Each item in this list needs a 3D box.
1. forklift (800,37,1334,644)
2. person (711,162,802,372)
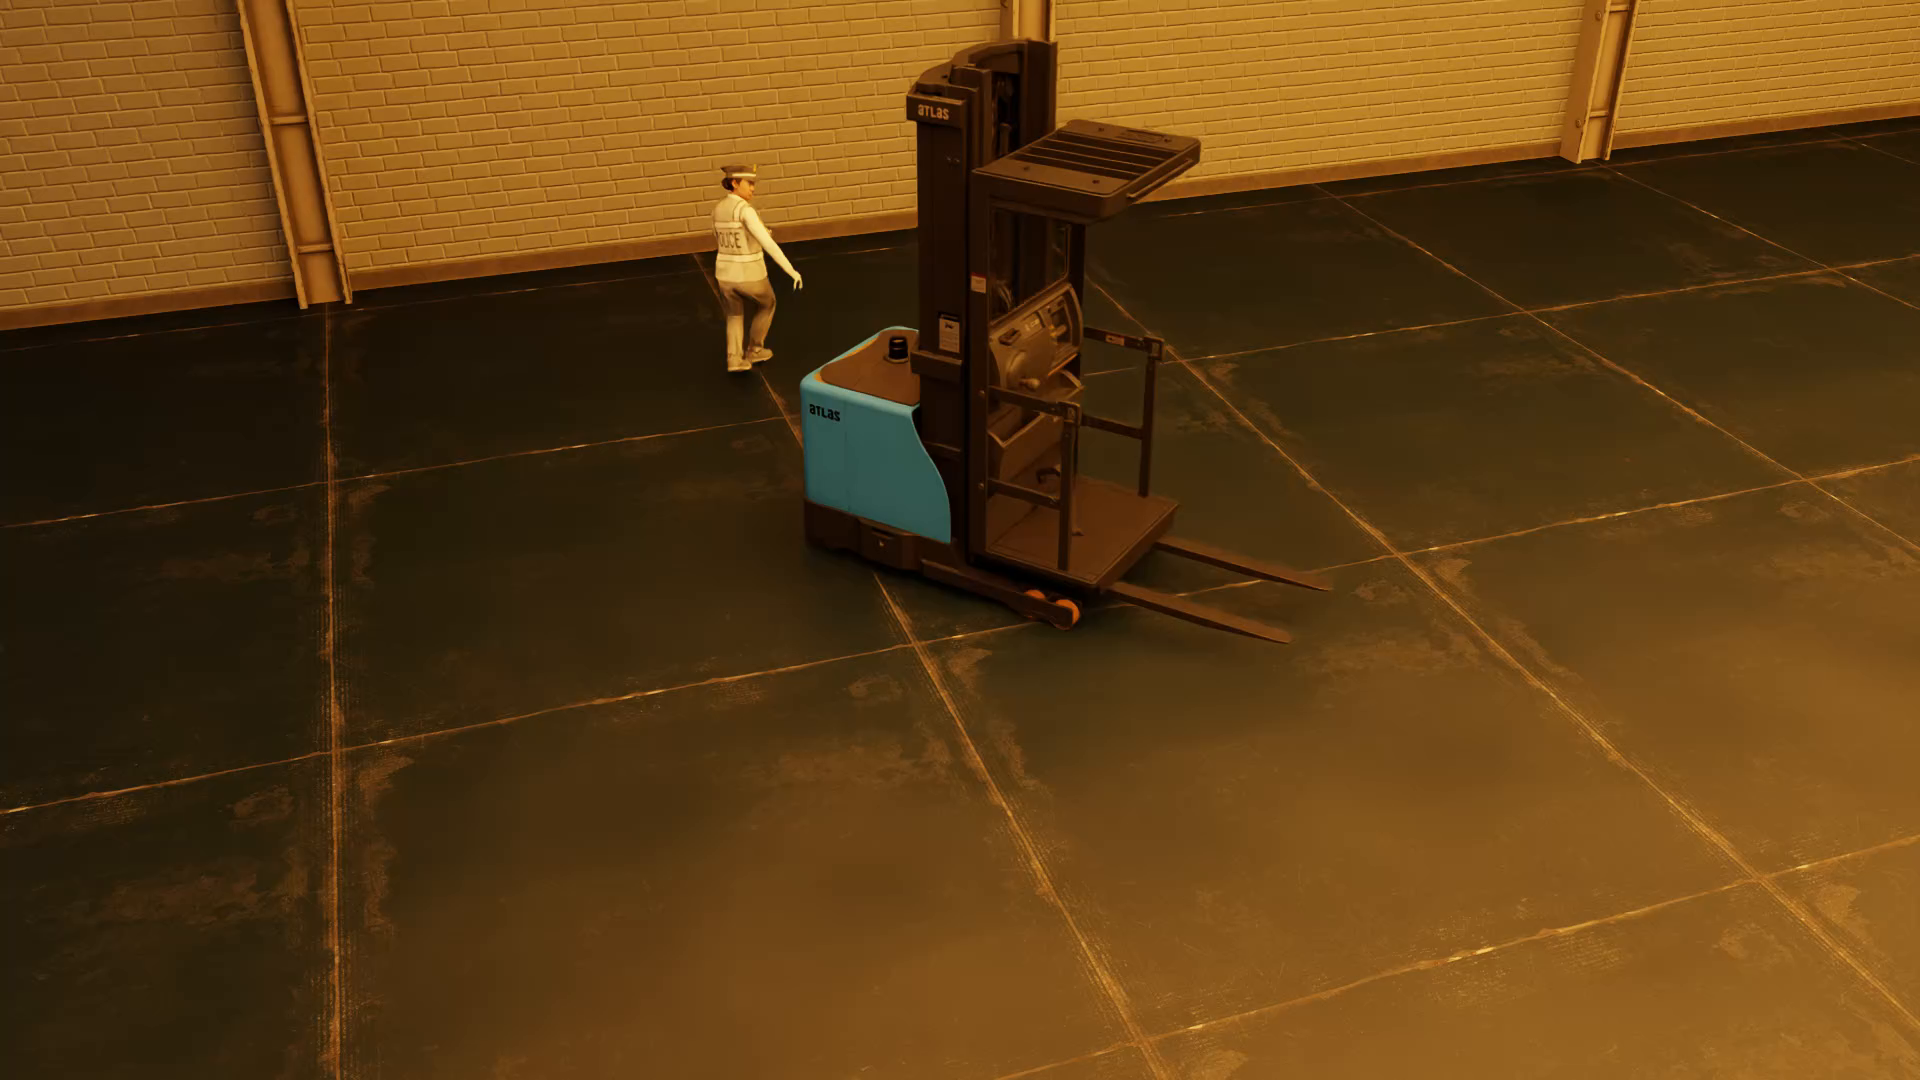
[{"bbox_3d":[0.595,-1.078,8.961,3.031,2.935,1.130,17,34,27],"label":"forklift"},{"bbox_3d":[-1.426,-1.922,11.830,0.814,1.551,0.802,14,33,22],"label":"person"}]
